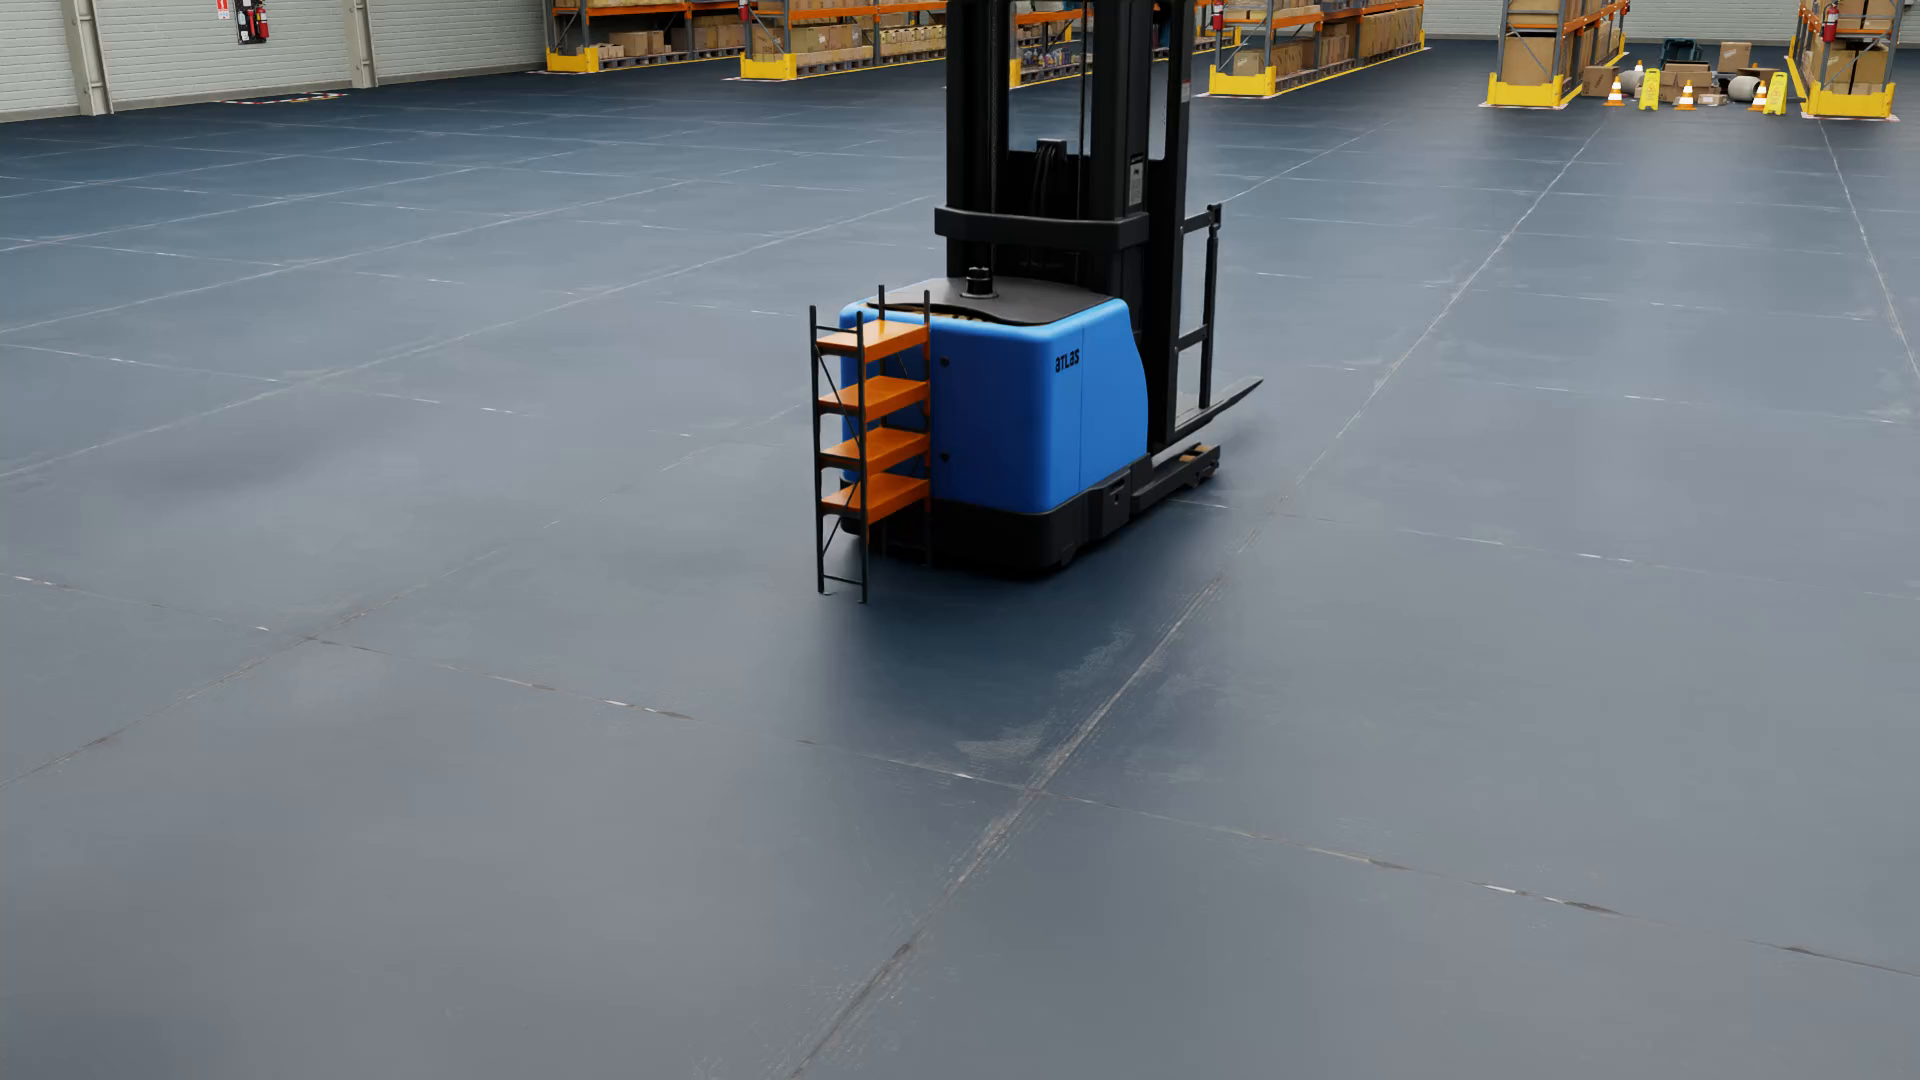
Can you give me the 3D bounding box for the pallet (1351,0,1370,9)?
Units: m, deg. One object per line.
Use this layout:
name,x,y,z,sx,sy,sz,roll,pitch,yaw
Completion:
pallet,8.199,-11.671,36.095,1.213,0.211,1.003,9,21,23

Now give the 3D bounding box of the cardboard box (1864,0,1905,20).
cardboard box,14.606,-8.482,26.250,0.500,0.500,0.500,8,21,22

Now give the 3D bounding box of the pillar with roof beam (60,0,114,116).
pillar with roof beam,-9.928,-10.487,23.528,9.100,9.000,0.400,9,21,23

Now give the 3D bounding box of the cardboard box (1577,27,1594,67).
cardboard box,12.546,-10.246,34.534,1.050,0.750,0.750,8,21,22

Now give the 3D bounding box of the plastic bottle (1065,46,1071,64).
plastic bottle,2.237,-10.173,34.895,0.144,0.351,0.185,8,21,21

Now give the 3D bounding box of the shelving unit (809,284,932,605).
shelving unit,-0.353,-0.395,6.789,0.258,1.200,0.503,11,22,29

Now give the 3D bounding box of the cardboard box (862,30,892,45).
cardboard box,-1.884,-11.390,37.659,0.500,0.311,0.500,9,21,23

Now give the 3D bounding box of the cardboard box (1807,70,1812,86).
cardboard box,15.309,-8.170,29.442,0.500,0.250,0.500,8,21,20

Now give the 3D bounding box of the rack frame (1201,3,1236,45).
rack frame,7.151,-15.119,45.504,1.000,3.000,0.127,9,21,23

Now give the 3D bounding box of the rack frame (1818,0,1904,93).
rack frame,14.159,-8.188,26.017,1.000,3.000,0.127,9,21,23

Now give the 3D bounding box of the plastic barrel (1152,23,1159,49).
plastic barrel,4.523,-12.232,40.359,0.600,0.588,0.708,9,21,23

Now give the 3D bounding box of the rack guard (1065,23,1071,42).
rack guard,2.603,-14.599,47.772,1.175,0.500,0.348,9,21,23

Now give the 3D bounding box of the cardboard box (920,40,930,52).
cardboard box,-1.052,-11.751,39.510,0.500,0.250,0.500,9,22,24

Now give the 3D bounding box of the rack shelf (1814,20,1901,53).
rack shelf,14.978,-8.461,27.856,1.077,0.370,4.000,9,21,23

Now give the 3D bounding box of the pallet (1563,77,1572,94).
pallet,10.857,-8.524,31.122,1.003,0.211,1.213,9,21,23

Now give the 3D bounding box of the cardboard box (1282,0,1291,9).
cardboard box,5.708,-10.216,31.125,0.875,0.500,0.500,9,21,23

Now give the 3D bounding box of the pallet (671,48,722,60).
pallet,-6.484,-11.734,40.149,1.003,0.211,1.213,9,21,23

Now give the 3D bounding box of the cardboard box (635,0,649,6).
cardboard box,-7.327,-12.101,37.213,0.500,0.250,0.500,9,21,23

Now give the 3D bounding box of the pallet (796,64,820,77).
pallet,-3.643,-9.834,34.806,1.003,0.211,1.213,9,21,23

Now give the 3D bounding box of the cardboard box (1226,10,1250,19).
cardboard box,5.046,-9.545,30.207,0.380,0.149,0.250,9,21,23

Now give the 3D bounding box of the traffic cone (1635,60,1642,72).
traffic cone,13.166,-9.067,32.273,0.336,0.463,0.334,9,21,23

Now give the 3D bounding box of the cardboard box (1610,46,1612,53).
cardboard box,15.067,-11.508,38.979,0.380,0.149,0.250,9,22,24

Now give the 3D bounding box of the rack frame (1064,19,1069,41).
rack frame,2.634,-15.800,47.419,1.000,3.000,0.127,9,21,23

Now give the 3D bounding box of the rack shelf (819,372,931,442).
rack shelf,-0.353,-0.542,6.737,0.258,0.148,0.480,11,22,29

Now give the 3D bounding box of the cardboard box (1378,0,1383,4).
cardboard box,9.463,-12.620,38.328,0.500,0.500,0.500,9,21,23

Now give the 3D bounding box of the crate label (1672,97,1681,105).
crate label,12.272,-7.445,28.199,0.250,0.136,0.298,-2,20,-5

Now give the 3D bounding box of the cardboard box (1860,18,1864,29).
cardboard box,14.577,-8.225,26.493,0.380,0.149,0.250,9,21,24

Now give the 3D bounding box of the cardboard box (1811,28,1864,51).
cardboard box,17.794,-10.030,33.741,0.875,0.875,0.875,8,21,22

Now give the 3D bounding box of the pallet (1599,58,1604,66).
pallet,13.700,-10.579,36.899,1.003,0.211,1.213,9,21,23

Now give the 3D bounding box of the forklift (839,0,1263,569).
forklift,0.651,-1.705,7.888,1.130,2.935,3.031,11,22,29

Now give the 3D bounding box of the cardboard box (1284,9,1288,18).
cardboard box,5.880,-9.787,30.887,0.380,0.149,0.250,9,21,23

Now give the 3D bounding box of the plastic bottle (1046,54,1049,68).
plastic bottle,1.766,-9.766,33.867,0.097,0.271,0.097,0,20,0

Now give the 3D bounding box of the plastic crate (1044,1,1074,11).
plastic crate,2.032,-11.005,34.158,0.499,0.251,0.616,9,21,23

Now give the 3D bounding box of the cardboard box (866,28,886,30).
cardboard box,-1.962,-11.773,38.736,0.500,0.311,0.500,8,21,23

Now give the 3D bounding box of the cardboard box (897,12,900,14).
cardboard box,-1.969,-15.512,48.745,0.380,0.149,0.250,8,21,22

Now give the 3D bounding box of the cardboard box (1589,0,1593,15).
cardboard box,11.907,-10.385,32.044,0.500,0.500,0.500,9,21,23

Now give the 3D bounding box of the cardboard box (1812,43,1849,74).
cardboard box,15.101,-8.358,28.852,0.500,0.500,0.500,9,22,25

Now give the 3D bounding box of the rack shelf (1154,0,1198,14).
rack shelf,4.694,-12.946,40.467,1.077,0.370,4.000,9,21,23

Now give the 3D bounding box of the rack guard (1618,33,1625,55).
rack guard,16.122,-12.527,41.946,1.175,0.500,0.348,9,21,23

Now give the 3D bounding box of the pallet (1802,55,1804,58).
pallet,19.456,-10.764,37.422,1.003,0.211,1.213,9,21,23

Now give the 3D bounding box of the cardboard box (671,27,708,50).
cardboard box,-6.515,-12.067,39.996,0.700,0.500,0.500,9,22,25

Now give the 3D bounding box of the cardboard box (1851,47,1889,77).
cardboard box,14.961,-7.820,27.340,0.500,0.500,0.500,8,21,21

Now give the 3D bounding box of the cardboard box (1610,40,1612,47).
cardboard box,14.956,-11.567,38.700,0.380,0.149,0.250,10,22,25

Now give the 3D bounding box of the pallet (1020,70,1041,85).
pallet,0.925,-9.191,32.998,1.003,0.211,1.213,9,21,23

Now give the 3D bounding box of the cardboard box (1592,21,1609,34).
cardboard box,14.219,-11.461,37.203,0.500,0.250,0.500,10,22,25

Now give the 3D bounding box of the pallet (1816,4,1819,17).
pallet,16.662,-9.933,31.208,1.003,0.211,1.213,9,21,23

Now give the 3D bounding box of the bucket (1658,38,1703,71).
bucket,13.287,-8.875,30.565,0.726,0.611,0.620,18,16,41

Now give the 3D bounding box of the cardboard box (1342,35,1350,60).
cardboard box,8.138,-10.816,36.478,0.700,0.500,0.500,7,21,20

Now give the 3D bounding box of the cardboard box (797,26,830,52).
cardboard box,-3.100,-10.605,35.171,0.500,0.500,0.500,9,21,23

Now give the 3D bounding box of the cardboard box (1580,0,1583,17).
cardboard box,11.099,-10.016,30.931,0.875,0.550,0.550,9,21,23
